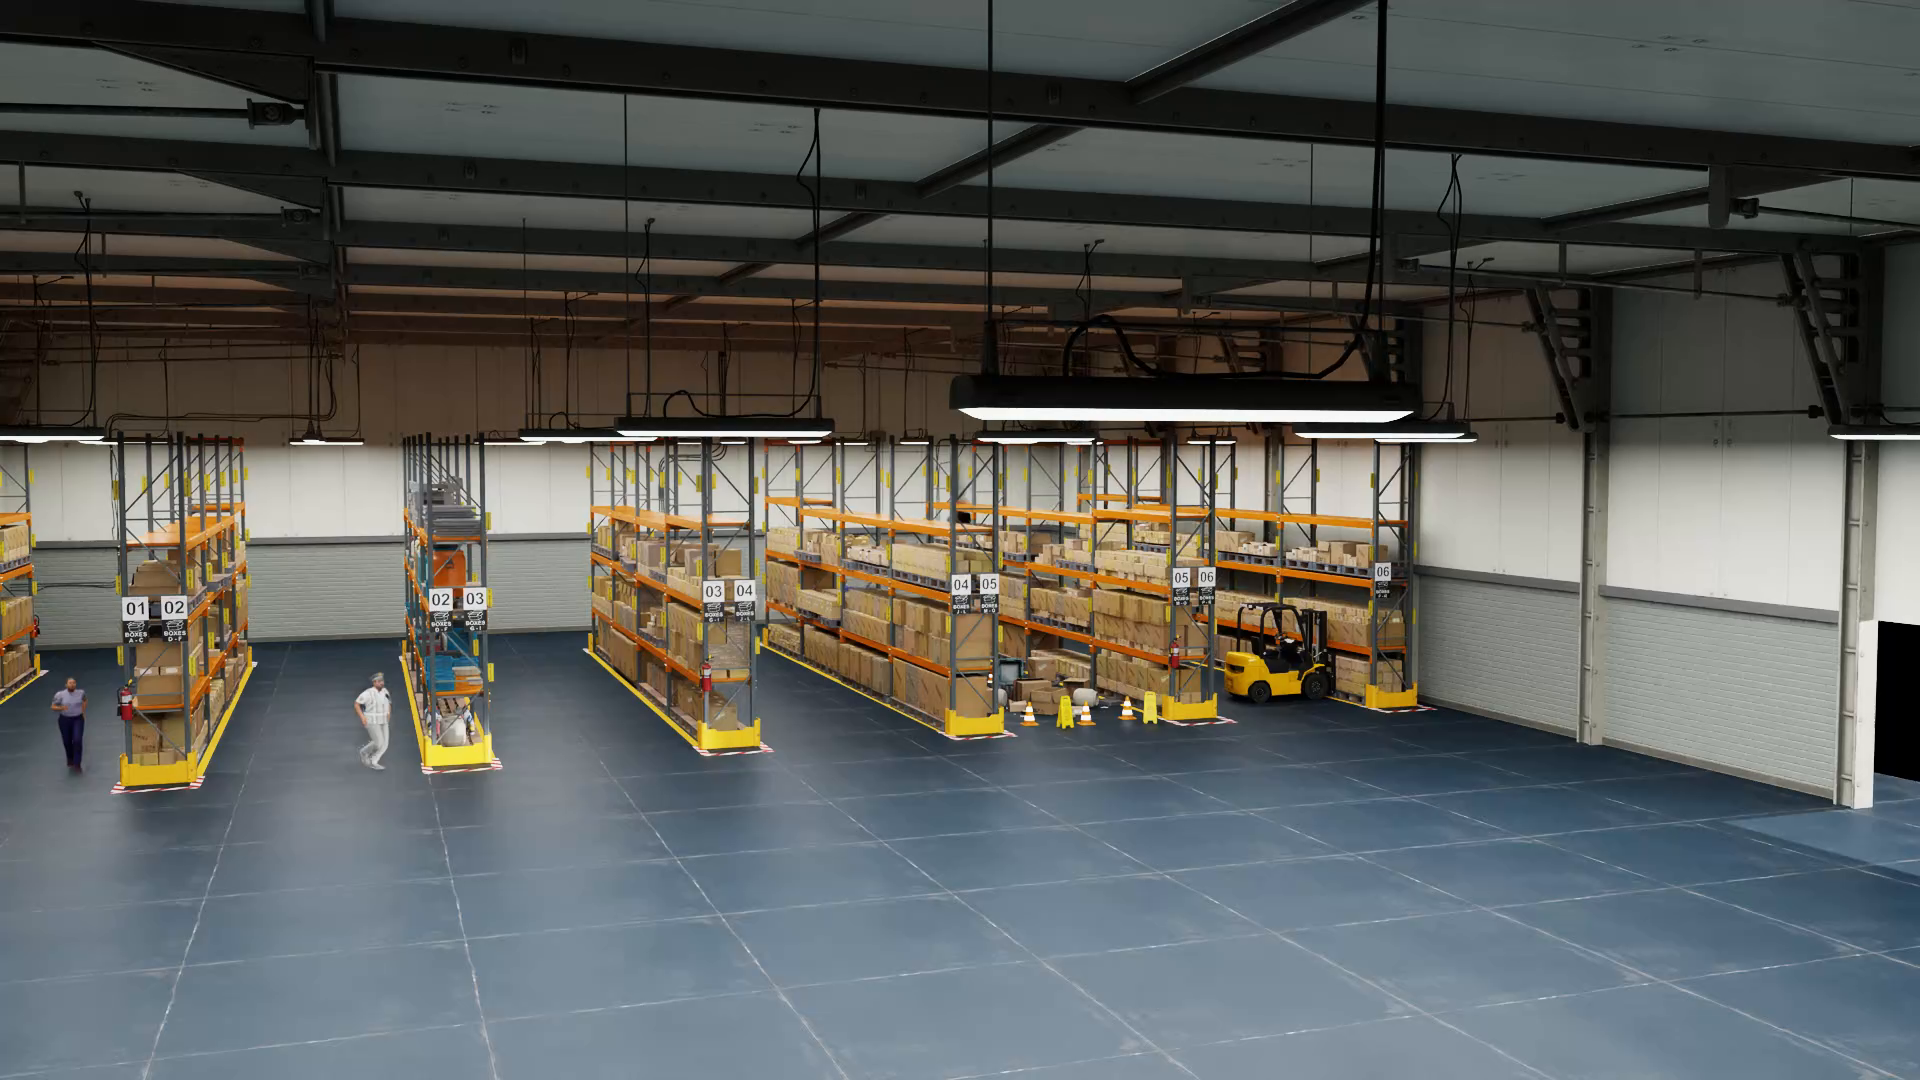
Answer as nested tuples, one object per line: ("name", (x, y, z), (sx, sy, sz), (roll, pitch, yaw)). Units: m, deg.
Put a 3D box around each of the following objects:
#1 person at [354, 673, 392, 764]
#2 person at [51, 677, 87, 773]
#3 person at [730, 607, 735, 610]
("person", (-10.340, 3.181, 29.555), (0.522, 1.629, 0.660), (2, 4, 28))
("person", (-15.808, 3.281, 29.528), (0.581, 1.677, 0.827), (-2, 4, -30))
("person", (-6.822, 2.253, 47.717), (0.677, 1.631, 0.567), (1, 3, 16))
